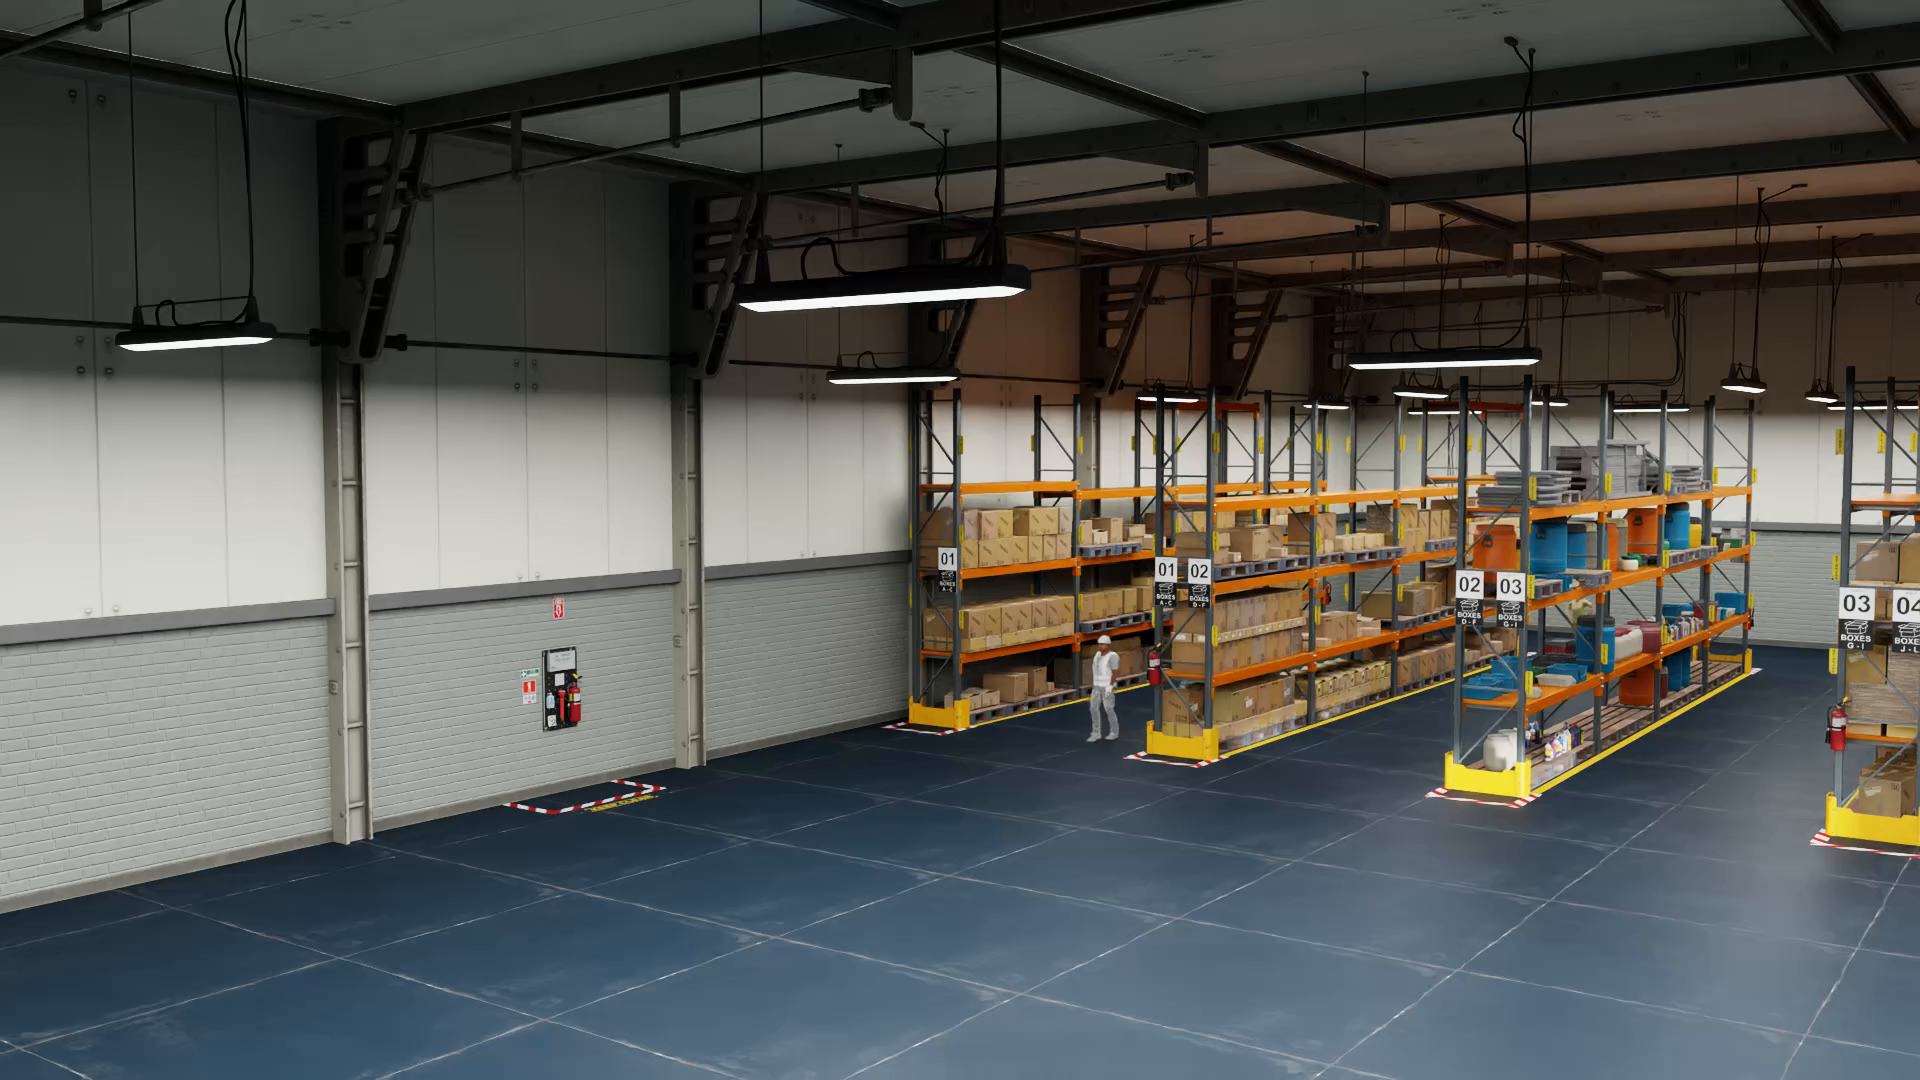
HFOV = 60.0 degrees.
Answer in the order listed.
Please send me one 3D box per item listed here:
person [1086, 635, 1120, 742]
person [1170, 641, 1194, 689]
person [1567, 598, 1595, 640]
[{"bbox_3d":[2.421,2.521,28.137,0.553,1.826,0.609,-2,4,-35],"label":"person"},{"bbox_3d":[4.640,2.193,34.112,0.584,1.720,1.084,2,4,33],"label":"person"},{"bbox_3d":[14.822,1.955,39.691,0.681,1.578,0.614,-3,5,-45],"label":"person"}]
